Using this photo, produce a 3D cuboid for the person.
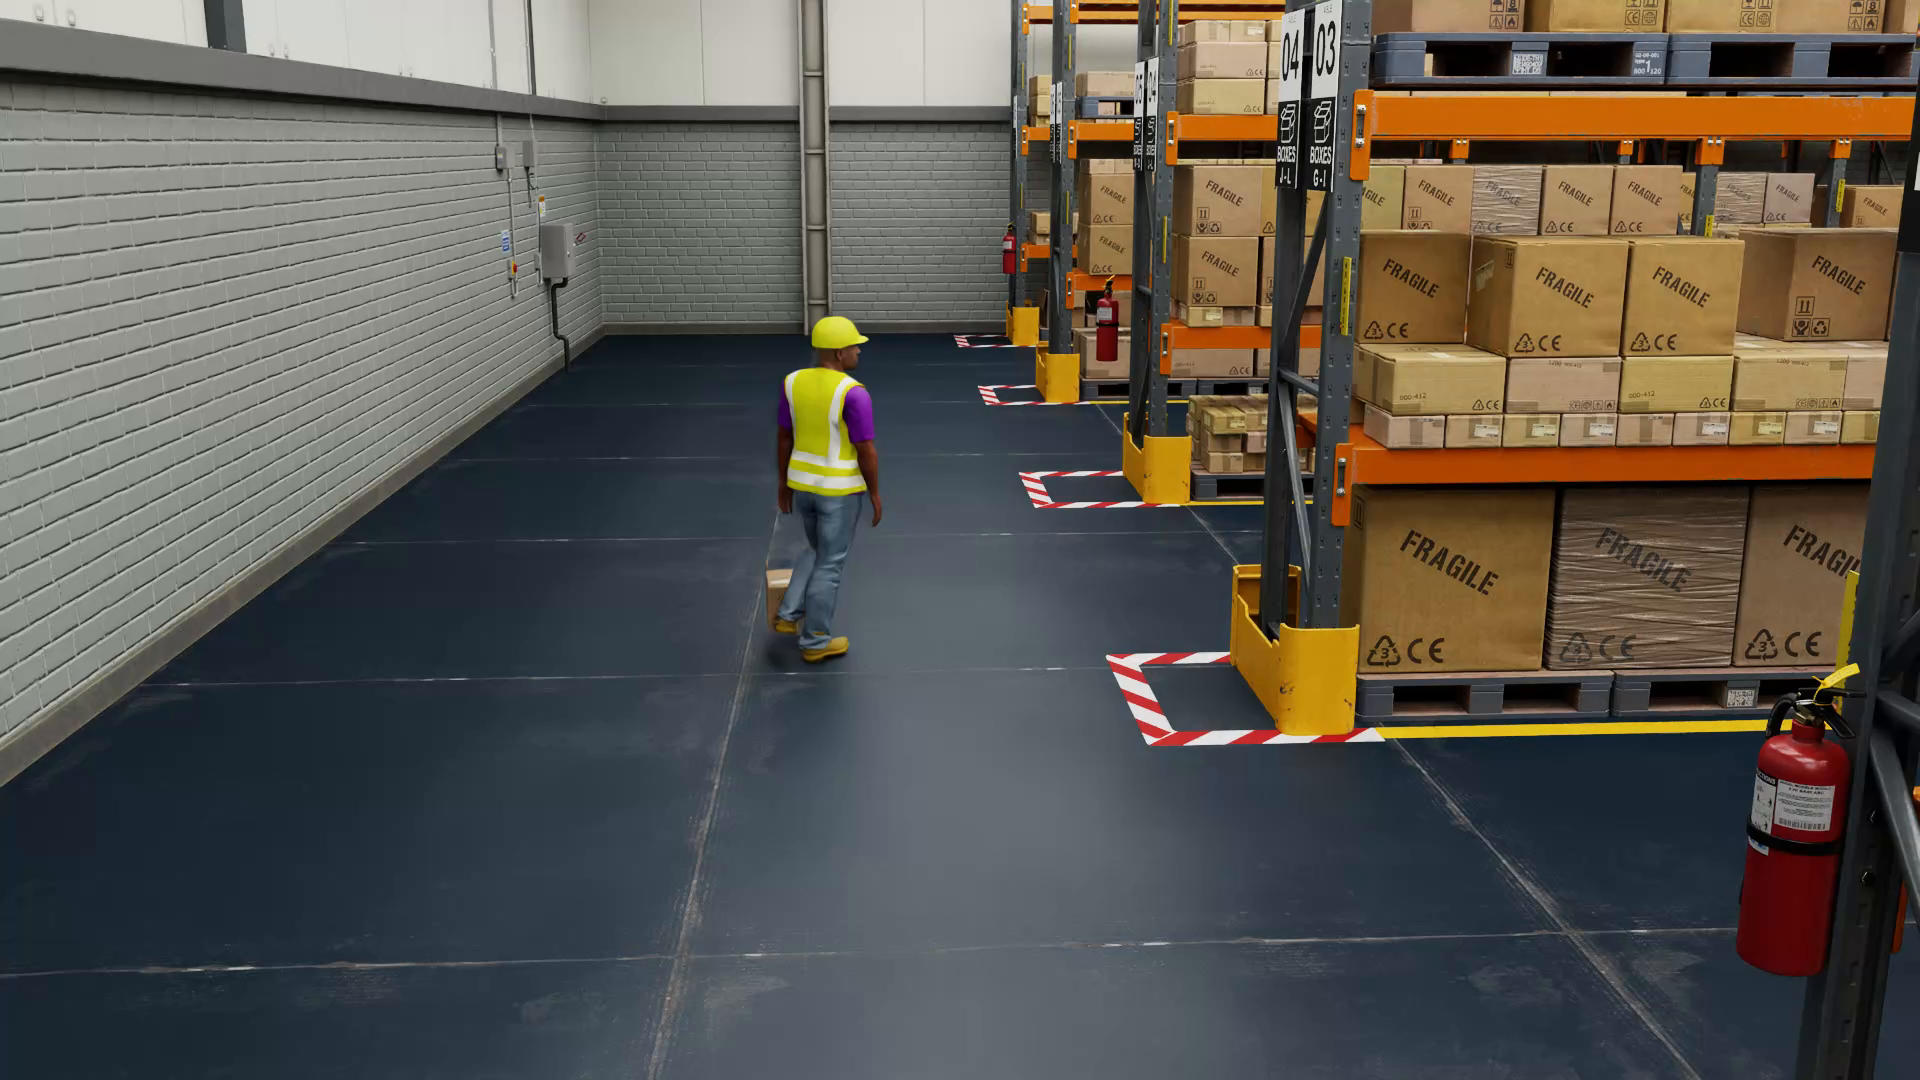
[{"bbox_3d":[-0.681,-0.257,8.475,0.650,1.763,0.435,11,17,38],"label":"person"}]
